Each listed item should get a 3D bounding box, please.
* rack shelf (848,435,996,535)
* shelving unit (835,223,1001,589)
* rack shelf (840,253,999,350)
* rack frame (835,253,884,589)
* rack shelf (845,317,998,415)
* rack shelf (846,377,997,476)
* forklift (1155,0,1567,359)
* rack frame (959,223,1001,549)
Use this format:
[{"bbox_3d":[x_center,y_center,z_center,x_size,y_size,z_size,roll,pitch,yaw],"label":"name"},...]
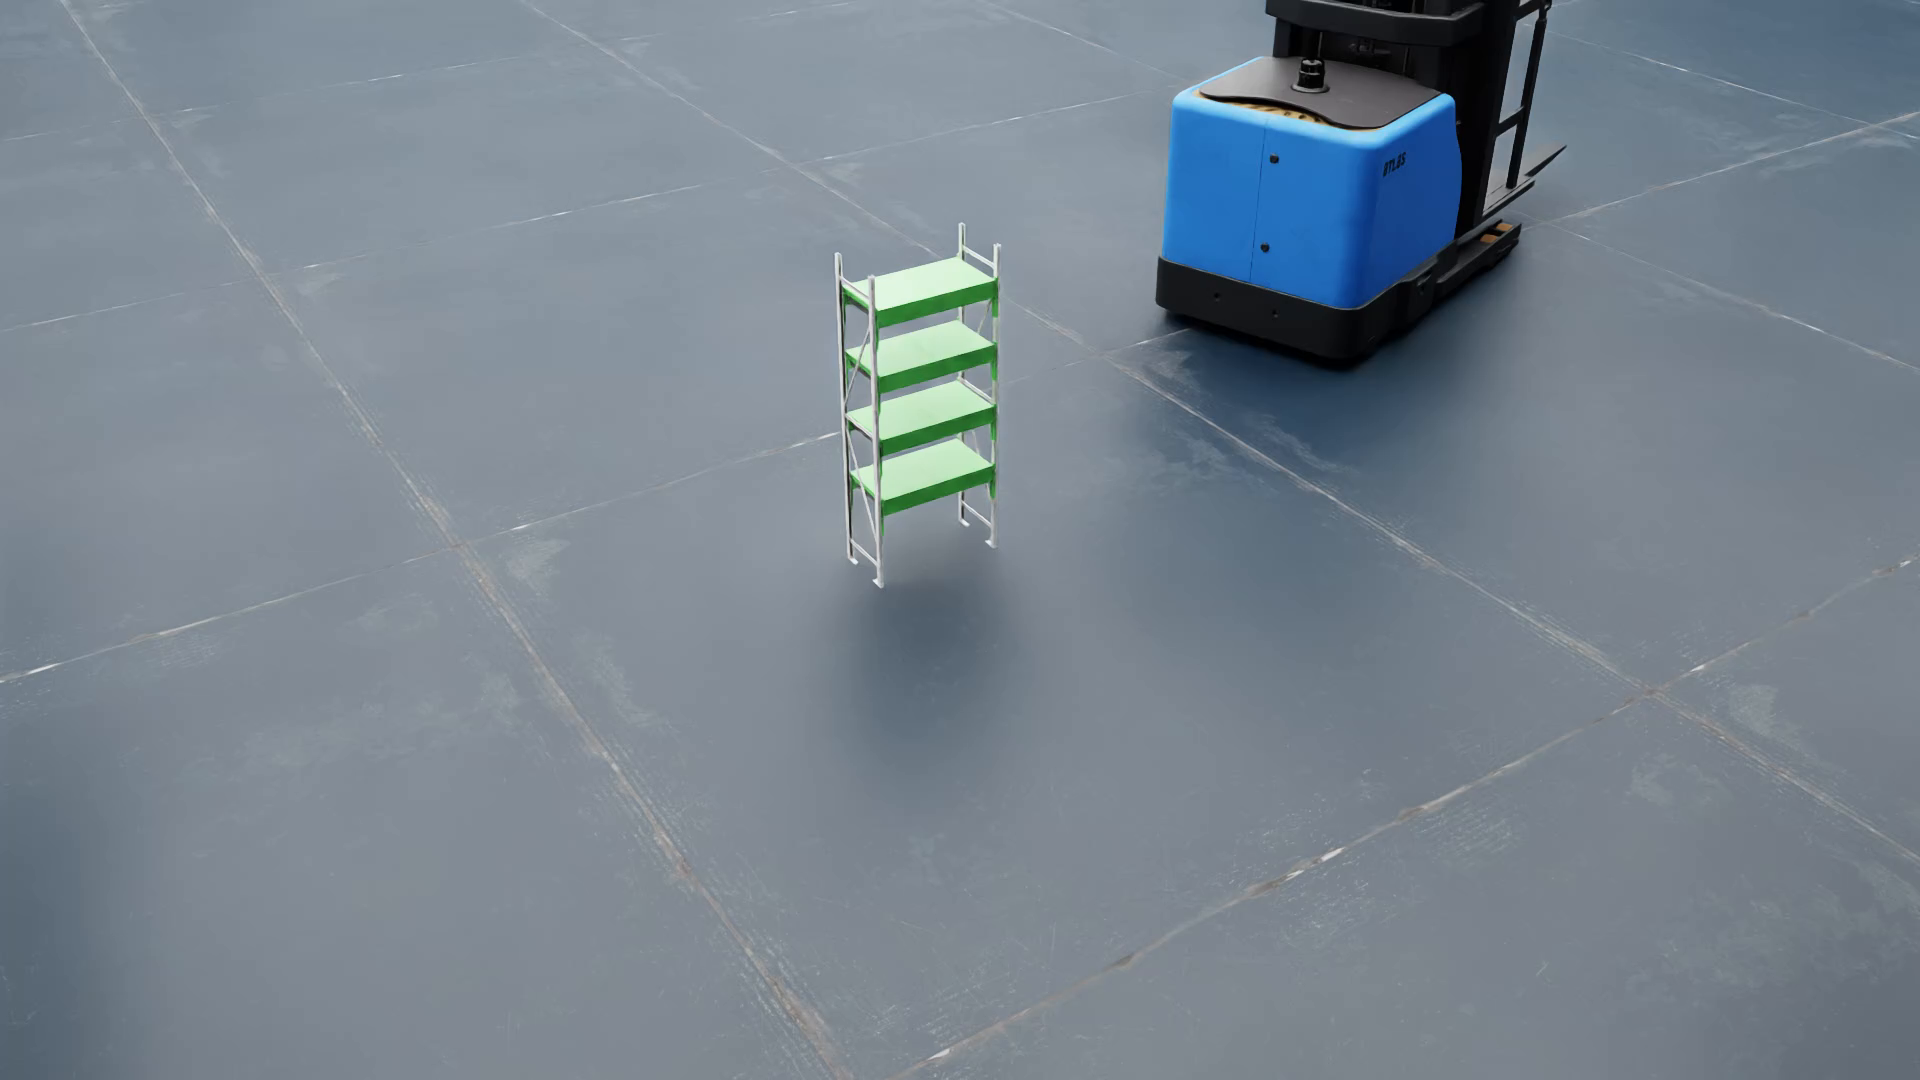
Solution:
[{"bbox_3d":[-0.139,-0.203,6.016,0.480,0.148,0.258,-19,37,-27],"label":"rack shelf"},{"bbox_3d":[-0.139,-0.460,5.854,0.503,1.200,0.258,-19,37,-27],"label":"shelving unit"},{"bbox_3d":[-0.139,-0.812,5.632,0.480,0.148,0.258,-19,37,-27],"label":"rack shelf"},{"bbox_3d":[-0.344,-0.389,5.742,0.015,1.200,0.240,-19,37,-27],"label":"rack frame"},{"bbox_3d":[-0.139,-0.609,5.760,0.480,0.148,0.258,-19,37,-27],"label":"rack shelf"},{"bbox_3d":[-0.139,-0.406,5.888,0.480,0.148,0.258,-19,37,-27],"label":"rack shelf"},{"bbox_3d":[2.231,-2.768,7.890,1.130,2.935,3.031,23,39,31],"label":"forklift"},{"bbox_3d":[0.066,-0.530,5.966,0.015,1.200,0.240,-19,37,-27],"label":"rack frame"}]
